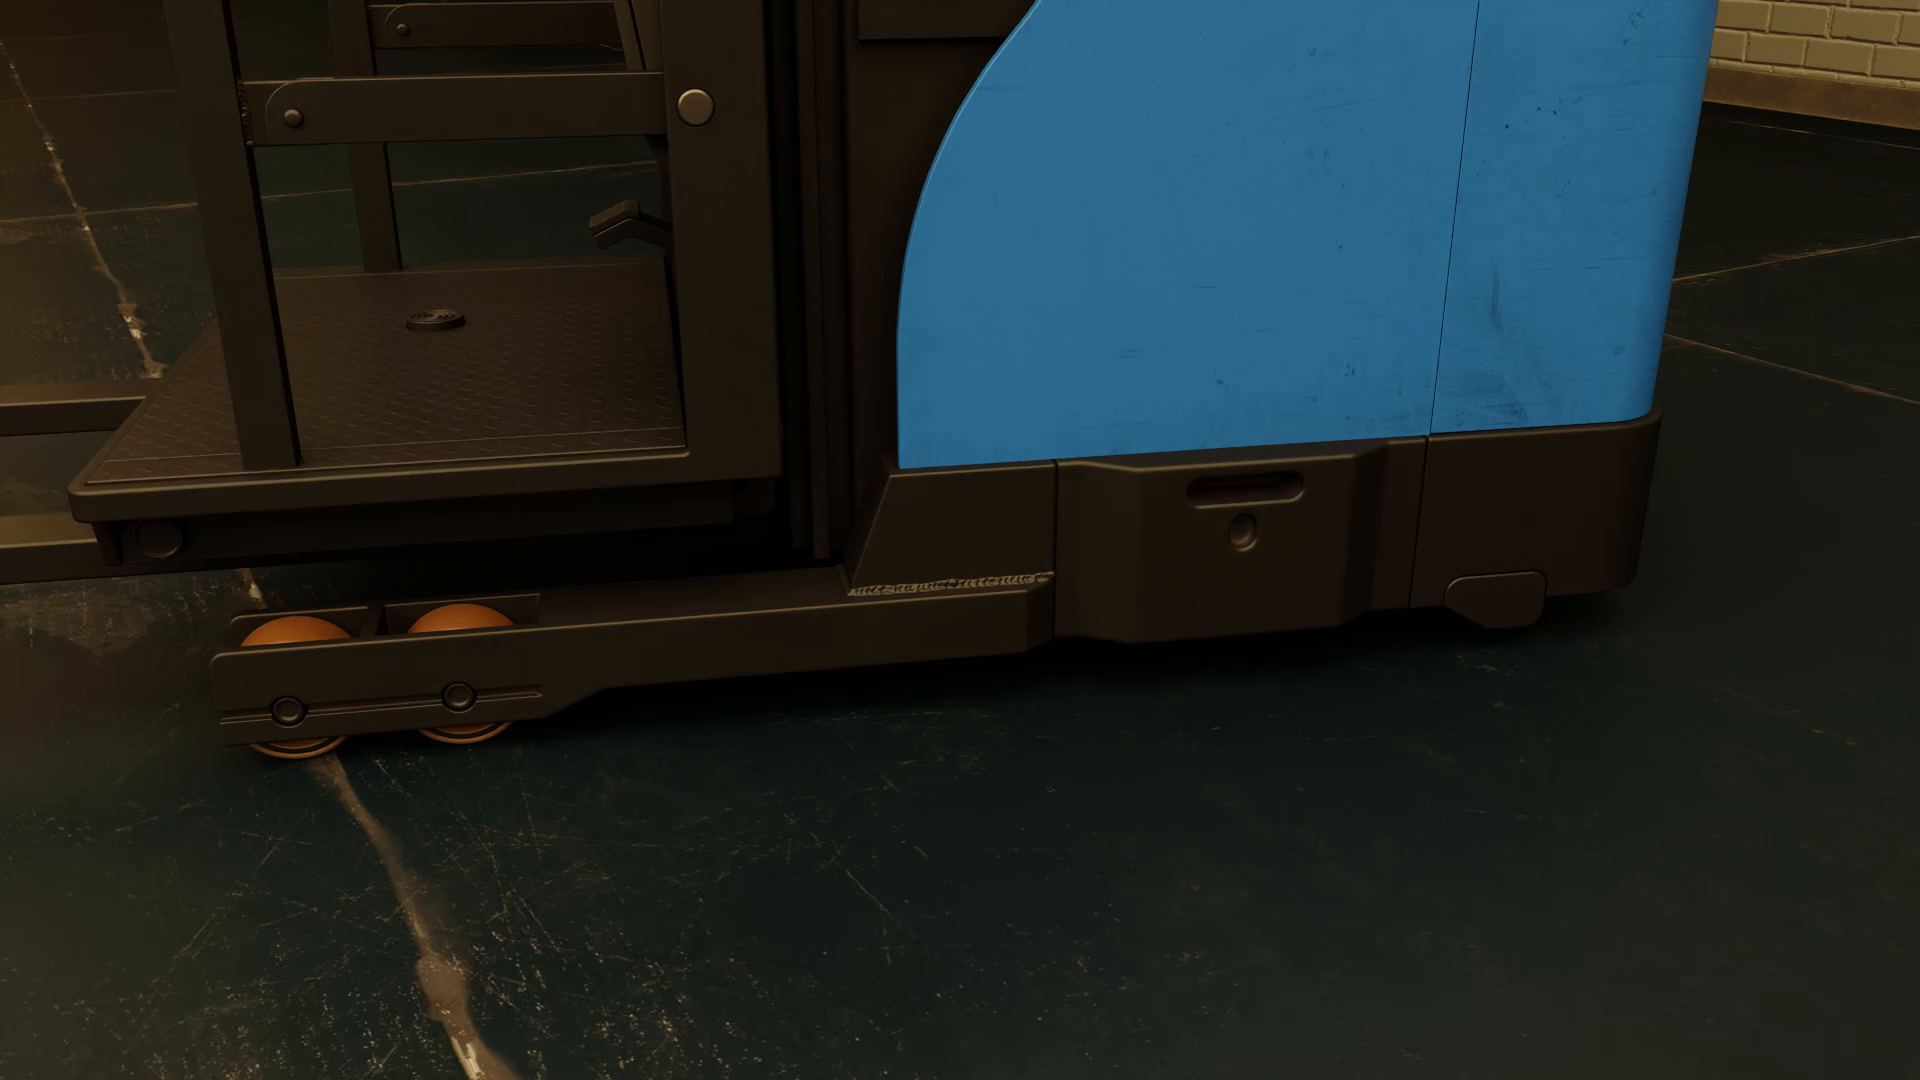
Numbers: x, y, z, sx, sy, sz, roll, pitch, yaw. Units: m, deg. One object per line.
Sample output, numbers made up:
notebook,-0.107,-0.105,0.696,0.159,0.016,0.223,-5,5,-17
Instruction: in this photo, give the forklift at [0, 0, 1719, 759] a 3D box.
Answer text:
forklift,-0.615,-1.311,1.969,3.031,2.935,1.130,-4,23,-10
